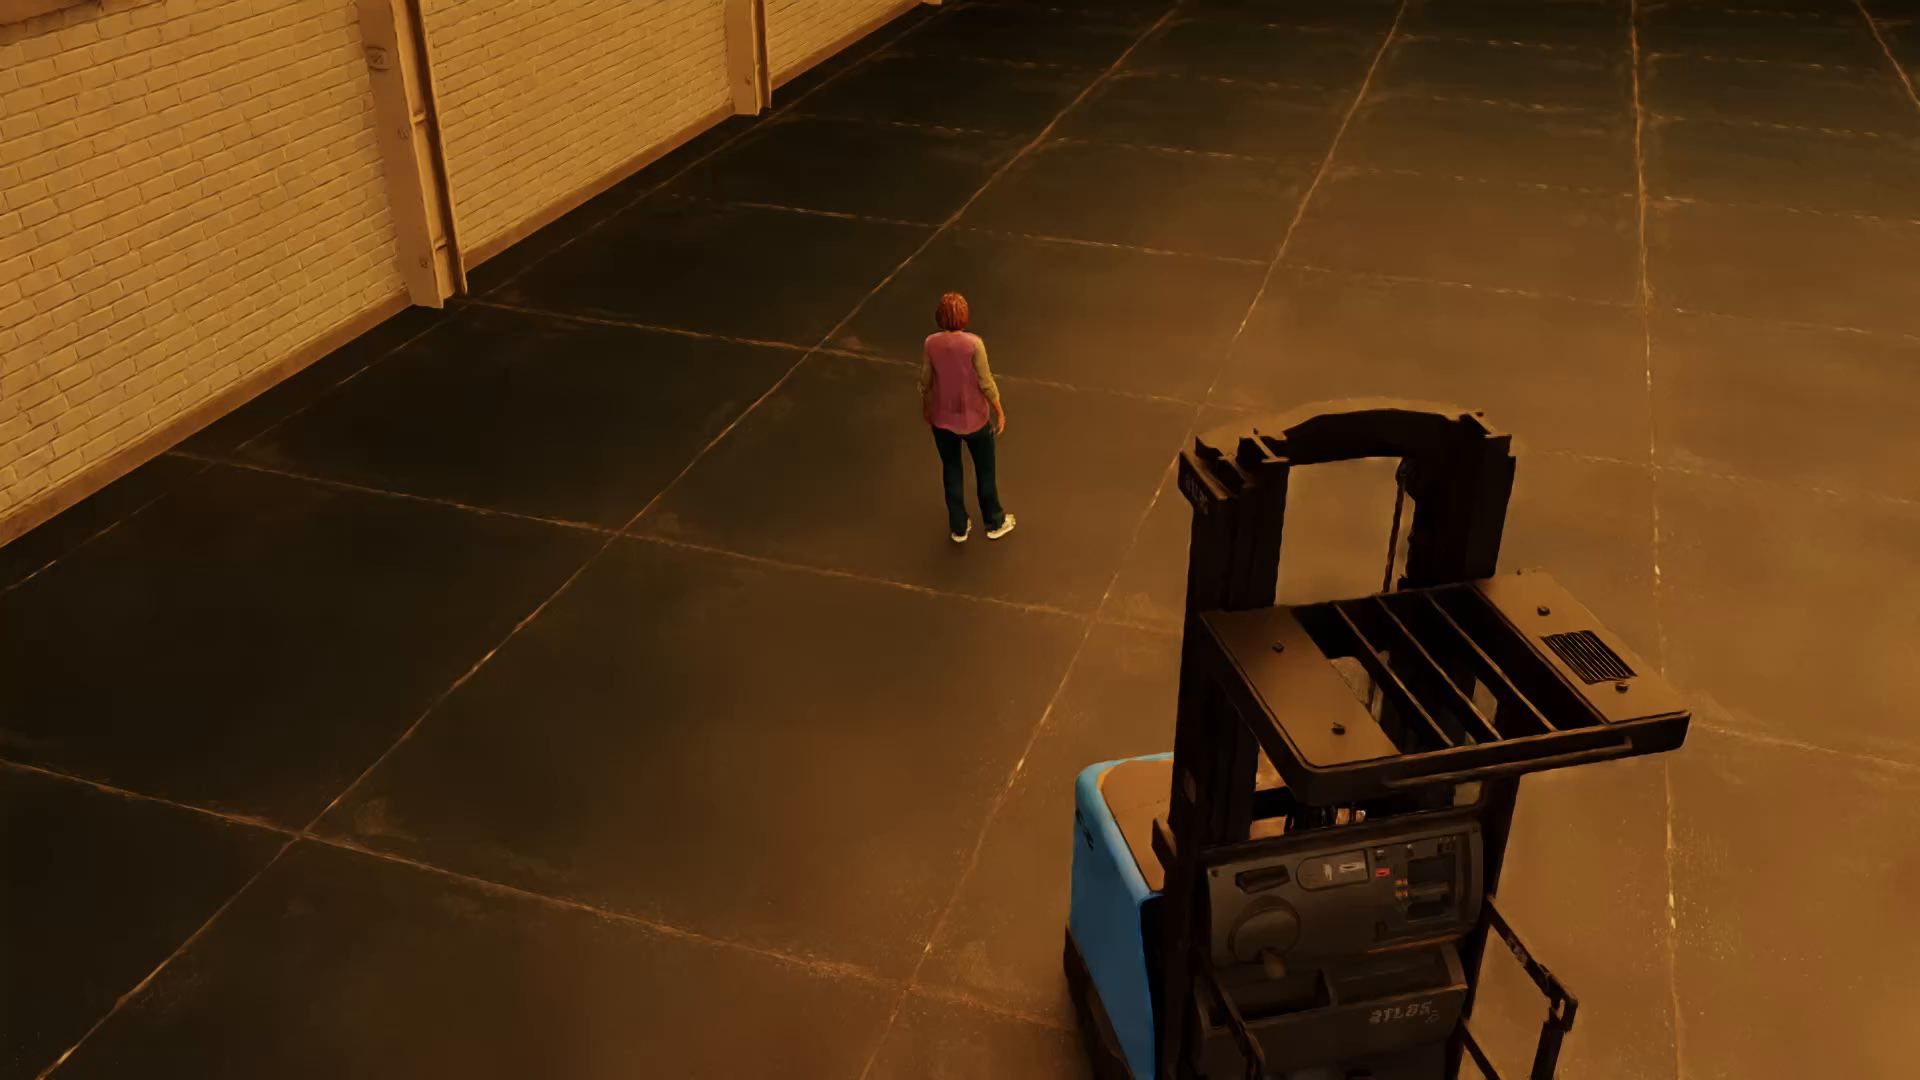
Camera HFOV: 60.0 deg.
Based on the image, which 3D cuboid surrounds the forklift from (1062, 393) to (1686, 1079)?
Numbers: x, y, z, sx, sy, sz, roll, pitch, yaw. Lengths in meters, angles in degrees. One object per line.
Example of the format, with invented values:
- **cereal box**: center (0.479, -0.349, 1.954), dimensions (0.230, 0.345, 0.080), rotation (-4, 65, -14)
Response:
- **forklift**: center (1.266, 1.167, 5.089), dimensions (1.130, 2.935, 3.031), rotation (-7, 30, -12)

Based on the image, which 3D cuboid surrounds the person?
- **person**: center (0.037, -0.732, 9.754), dimensions (0.521, 1.597, 0.474), rotation (10, 31, 16)
